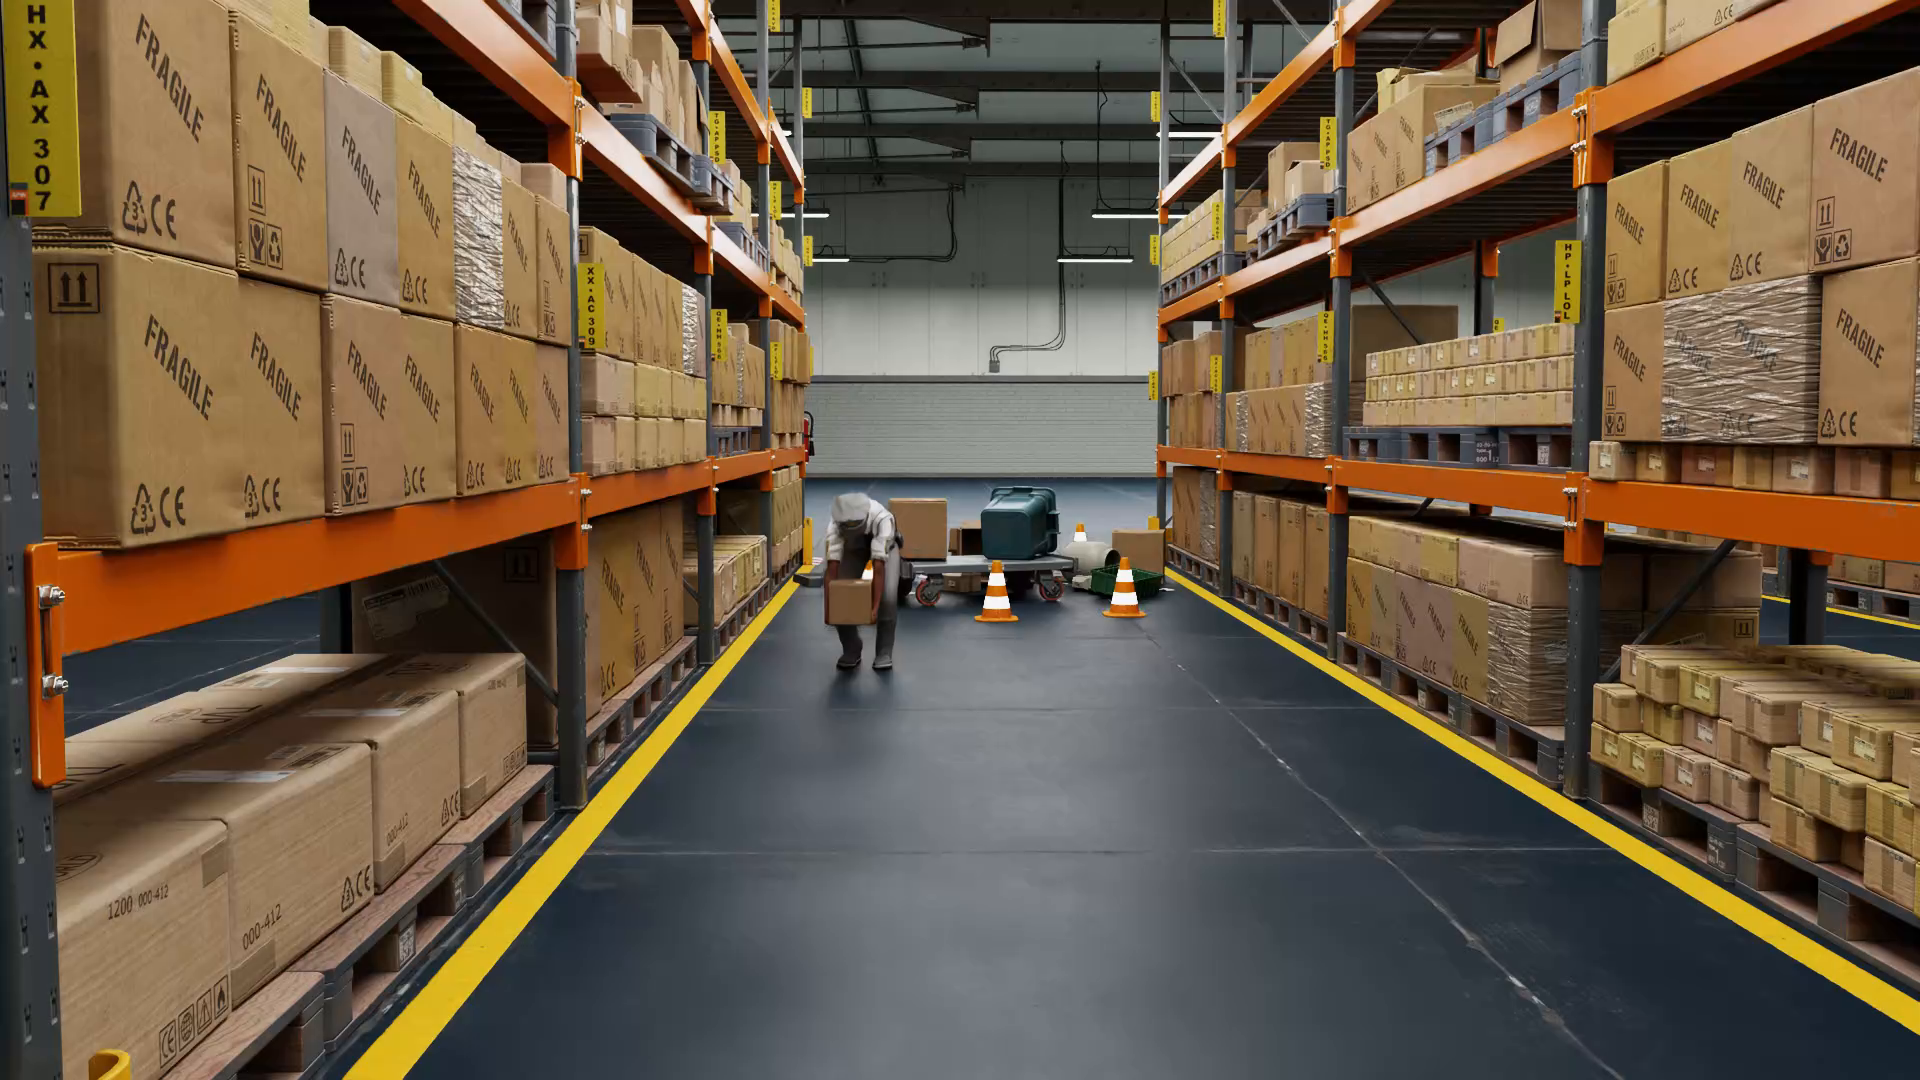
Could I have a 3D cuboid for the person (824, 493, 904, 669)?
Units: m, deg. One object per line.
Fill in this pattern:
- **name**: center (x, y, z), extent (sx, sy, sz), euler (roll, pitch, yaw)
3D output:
- **person**: center (-0.615, 0.254, 10.321), extent (0.440, 1.117, 0.930), euler (1, 4, 8)
